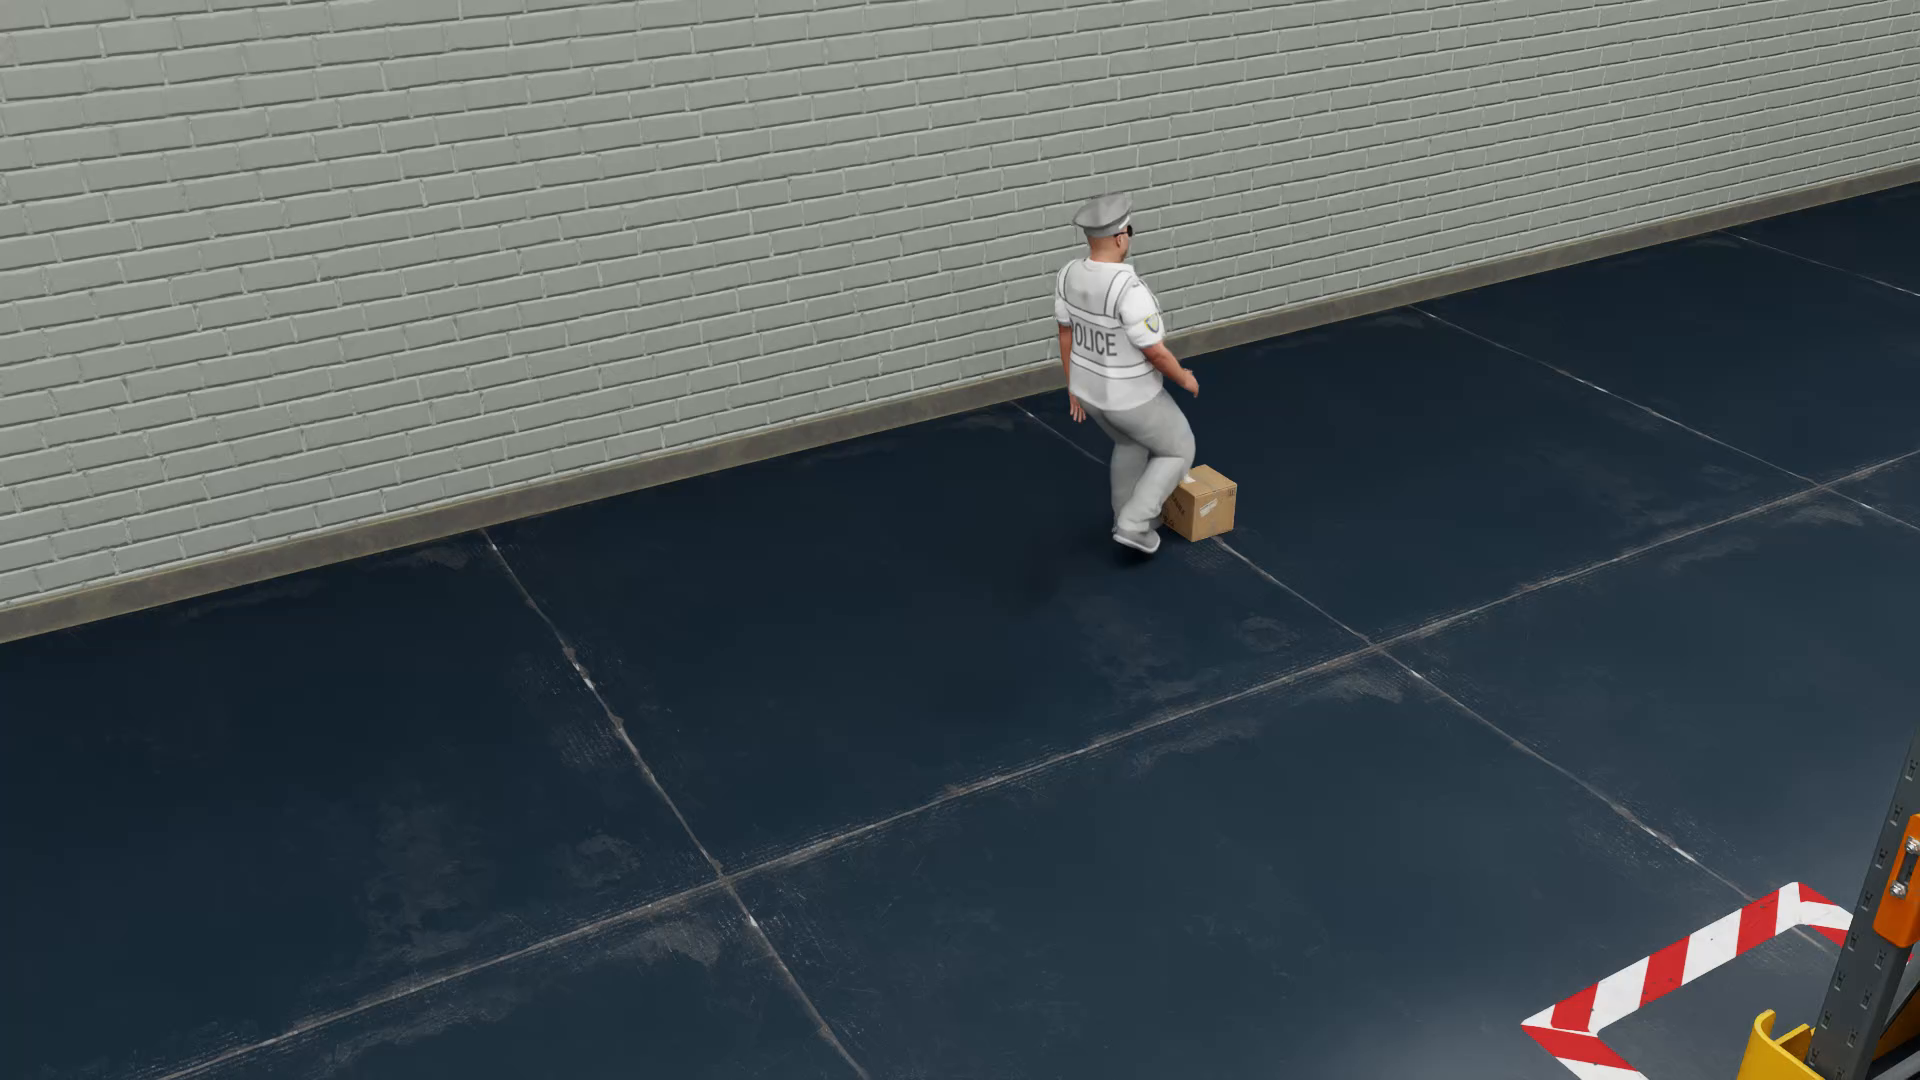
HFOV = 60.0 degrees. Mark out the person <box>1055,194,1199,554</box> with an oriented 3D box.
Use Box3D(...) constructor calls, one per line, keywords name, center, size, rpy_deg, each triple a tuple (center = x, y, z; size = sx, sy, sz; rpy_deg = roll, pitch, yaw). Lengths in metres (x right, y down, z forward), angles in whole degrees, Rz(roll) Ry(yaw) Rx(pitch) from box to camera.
Box3D(name="person", center=(0.789, -0.709, 7.477), size=(0.641, 1.742, 0.582), rpy_deg=(-21, 35, -33))
